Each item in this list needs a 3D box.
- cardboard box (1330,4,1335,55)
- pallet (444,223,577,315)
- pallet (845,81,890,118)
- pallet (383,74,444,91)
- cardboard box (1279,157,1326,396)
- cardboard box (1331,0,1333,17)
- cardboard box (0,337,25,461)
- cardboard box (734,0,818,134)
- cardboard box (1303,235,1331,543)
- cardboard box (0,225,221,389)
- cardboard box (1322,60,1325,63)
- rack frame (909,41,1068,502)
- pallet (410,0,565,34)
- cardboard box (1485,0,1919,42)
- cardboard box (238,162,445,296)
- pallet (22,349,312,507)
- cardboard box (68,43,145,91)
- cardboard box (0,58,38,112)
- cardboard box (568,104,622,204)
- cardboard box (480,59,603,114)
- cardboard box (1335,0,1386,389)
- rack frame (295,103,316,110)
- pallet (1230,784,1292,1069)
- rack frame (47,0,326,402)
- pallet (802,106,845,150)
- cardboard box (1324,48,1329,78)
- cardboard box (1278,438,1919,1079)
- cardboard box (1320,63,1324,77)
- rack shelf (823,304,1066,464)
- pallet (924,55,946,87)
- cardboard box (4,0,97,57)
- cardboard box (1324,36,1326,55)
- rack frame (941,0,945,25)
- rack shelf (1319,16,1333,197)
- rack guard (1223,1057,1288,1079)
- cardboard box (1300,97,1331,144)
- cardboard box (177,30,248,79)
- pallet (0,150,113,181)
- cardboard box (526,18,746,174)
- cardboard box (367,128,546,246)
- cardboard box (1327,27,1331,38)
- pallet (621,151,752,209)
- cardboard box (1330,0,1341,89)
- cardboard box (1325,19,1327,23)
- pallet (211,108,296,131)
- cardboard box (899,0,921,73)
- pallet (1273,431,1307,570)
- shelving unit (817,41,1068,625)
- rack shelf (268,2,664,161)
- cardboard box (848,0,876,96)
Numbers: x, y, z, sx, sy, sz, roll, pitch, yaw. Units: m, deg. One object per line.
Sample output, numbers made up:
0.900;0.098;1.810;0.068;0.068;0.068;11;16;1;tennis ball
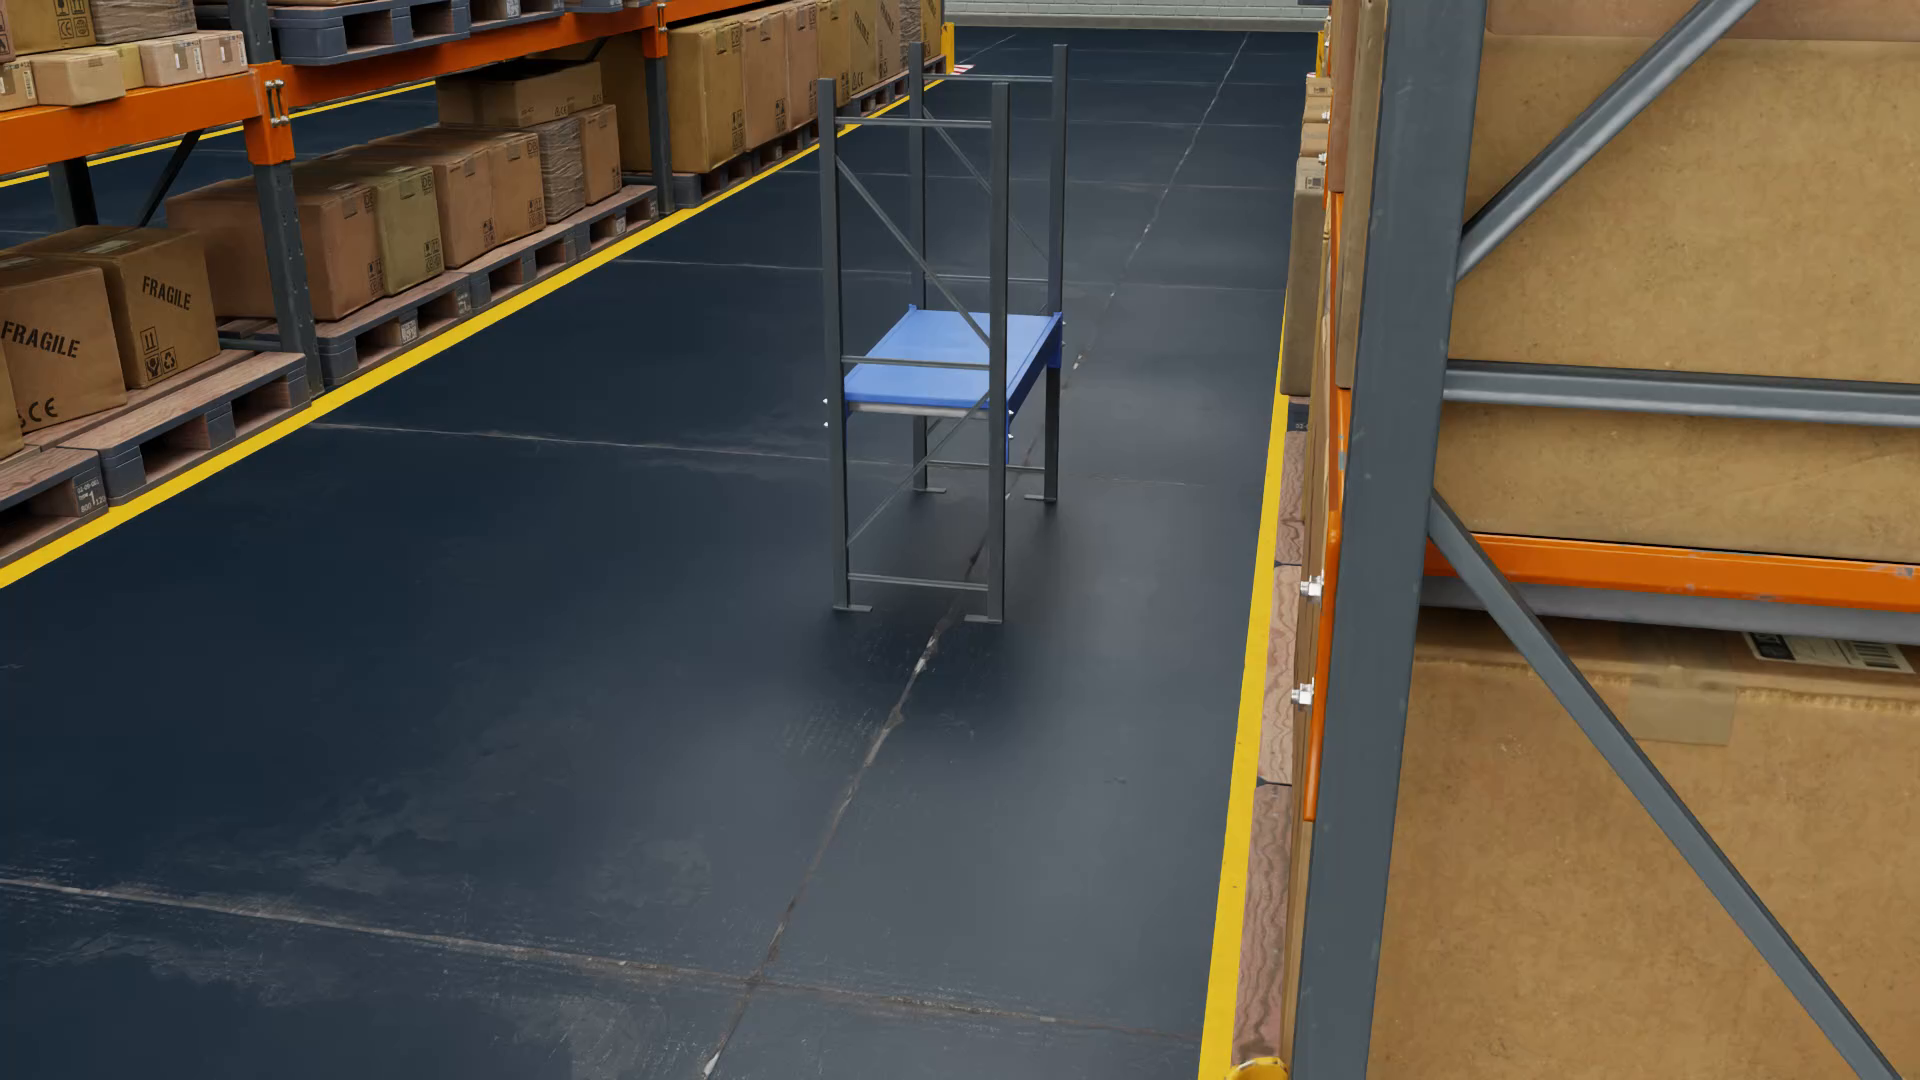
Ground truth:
1.773;-2.219;6.714;0.500;0.500;0.500;5;22;11;cardboard box
-2.708;-1.446;8.660;1.003;0.211;1.213;4;22;11;pallet
-1.248;-3.911;14.782;1.003;0.211;1.213;4;22;11;pallet
-5.970;-4.736;16.830;1.003;0.211;1.213;4;22;11;pallet
1.761;-0.977;6.213;1.050;0.750;0.750;4;22;11;cardboard box
2.082;-2.771;8.085;0.500;0.500;0.500;4;22;10;cardboard box
-3.393;-0.456;5.254;0.500;0.500;0.500;2;22;6;cardboard box
-1.773;-3.579;12.508;1.225;0.875;0.875;4;22;9;cardboard box
1.345;-0.246;4.232;0.875;0.875;0.875;5;22;11;cardboard box
-3.233;-0.899;6.354;0.500;0.500;0.500;4;22;9;cardboard box
3.574;-4.407;15.535;0.380;0.149;0.250;5;22;12;cardboard box
0.086;-0.850;5.458;0.500;1.500;0.032;4;22;11;rack frame
-2.660;-2.654;8.184;1.003;0.211;1.213;4;22;11;pallet
1.020;-0.832;1.758;0.875;0.550;0.550;4;22;11;cardboard box
-2.850;-1.447;7.689;0.700;0.500;0.500;4;22;11;cardboard box
-3.215;-0.465;6.225;1.003;0.211;1.213;4;22;11;pallet
-3.039;-1.612;5.676;0.380;0.149;0.250;4;22;11;cardboard box
-3.161;-1.430;5.226;0.380;0.149;0.250;4;22;11;cardboard box
-2.414;-2.268;9.726;0.700;0.500;0.500;3;22;8;cardboard box
-2.404;-2.615;9.584;0.500;0.250;0.500;5;23;13;cardboard box
1.028;-0.540;2.479;0.875;0.550;0.550;4;22;11;cardboard box
-6.329;-5.310;14.523;1.000;3.000;0.127;4;22;11;rack frame
0.993;0.866;2.920;1.003;0.211;1.213;4;22;11;pallet
-3.113;-2.007;6.321;1.000;3.000;0.127;4;22;11;rack frame
-1.564;-3.351;13.392;1.003;0.211;1.213;4;22;11;pallet
2.514;-2.893;10.302;0.500;0.250;0.500;5;22;12;cardboard box
0.980;0.409;2.605;0.875;0.875;0.875;5;22;11;cardboard box
3.188;-3.866;13.795;0.380;0.149;0.250;4;22;9;cardboard box
-0.017;-0.498;5.063;0.538;0.185;1.000;4;22;11;rack shelf
-0.751;-4.803;16.998;1.003;0.211;1.213;4;22;11;pallet
-3.401;-1.851;5.402;0.875;0.500;0.500;4;22;11;cardboard box
3.367;-4.298;14.469;0.380;0.149;0.250;4;22;9;cardboard box
-0.664;-6.395;17.218;1.000;3.000;0.127;4;22;11;rack frame
2.131;-1.989;7.241;1.077;0.370;4.000;4;22;11;rack shelf
0.901;1.040;2.103;1.175;0.500;0.348;4;22;11;rack guard
2.151;-1.670;7.934;1.050;0.750;0.750;5;22;12;cardboard box
-2.869;-1.789;6.117;0.380;0.149;0.250;4;22;11;cardboard box
-7.025;-2.845;12.136;1.003;0.211;1.213;4;22;11;pallet
-2.135;-2.930;10.895;1.225;0.875;0.875;3;22;8;cardboard box
-2.623;-1.856;8.704;0.700;0.500;0.500;6;23;15;cardboard box
2.839;-3.456;11.698;0.500;0.250;0.500;5;22;12;cardboard box
-2.062;-2.459;11.176;1.003;0.211;1.213;4;22;11;pallet
1.567;-1.849;5.796;0.500;0.500;0.500;4;22;11;cardboard box
3.732;-4.963;16.119;0.380;0.149;0.250;3;22;8;cardboard box
-6.527;-3.738;14.351;1.003;0.211;1.213;4;22;11;pallet
-0.902;-5.032;16.114;0.875;0.875;0.875;4;22;11;cardboard box
1.491;-0.026;5.136;1.003;0.211;1.213;4;22;11;pallet
-0.017;-0.664;4.996;0.538;1.500;1.048;4;22;11;shelving unit
-2.704;-2.404;8.272;1.077;0.370;4.000;4;22;11;rack shelf
-1.267;-4.377;14.488;0.875;0.875;0.875;4;22;11;cardboard box
